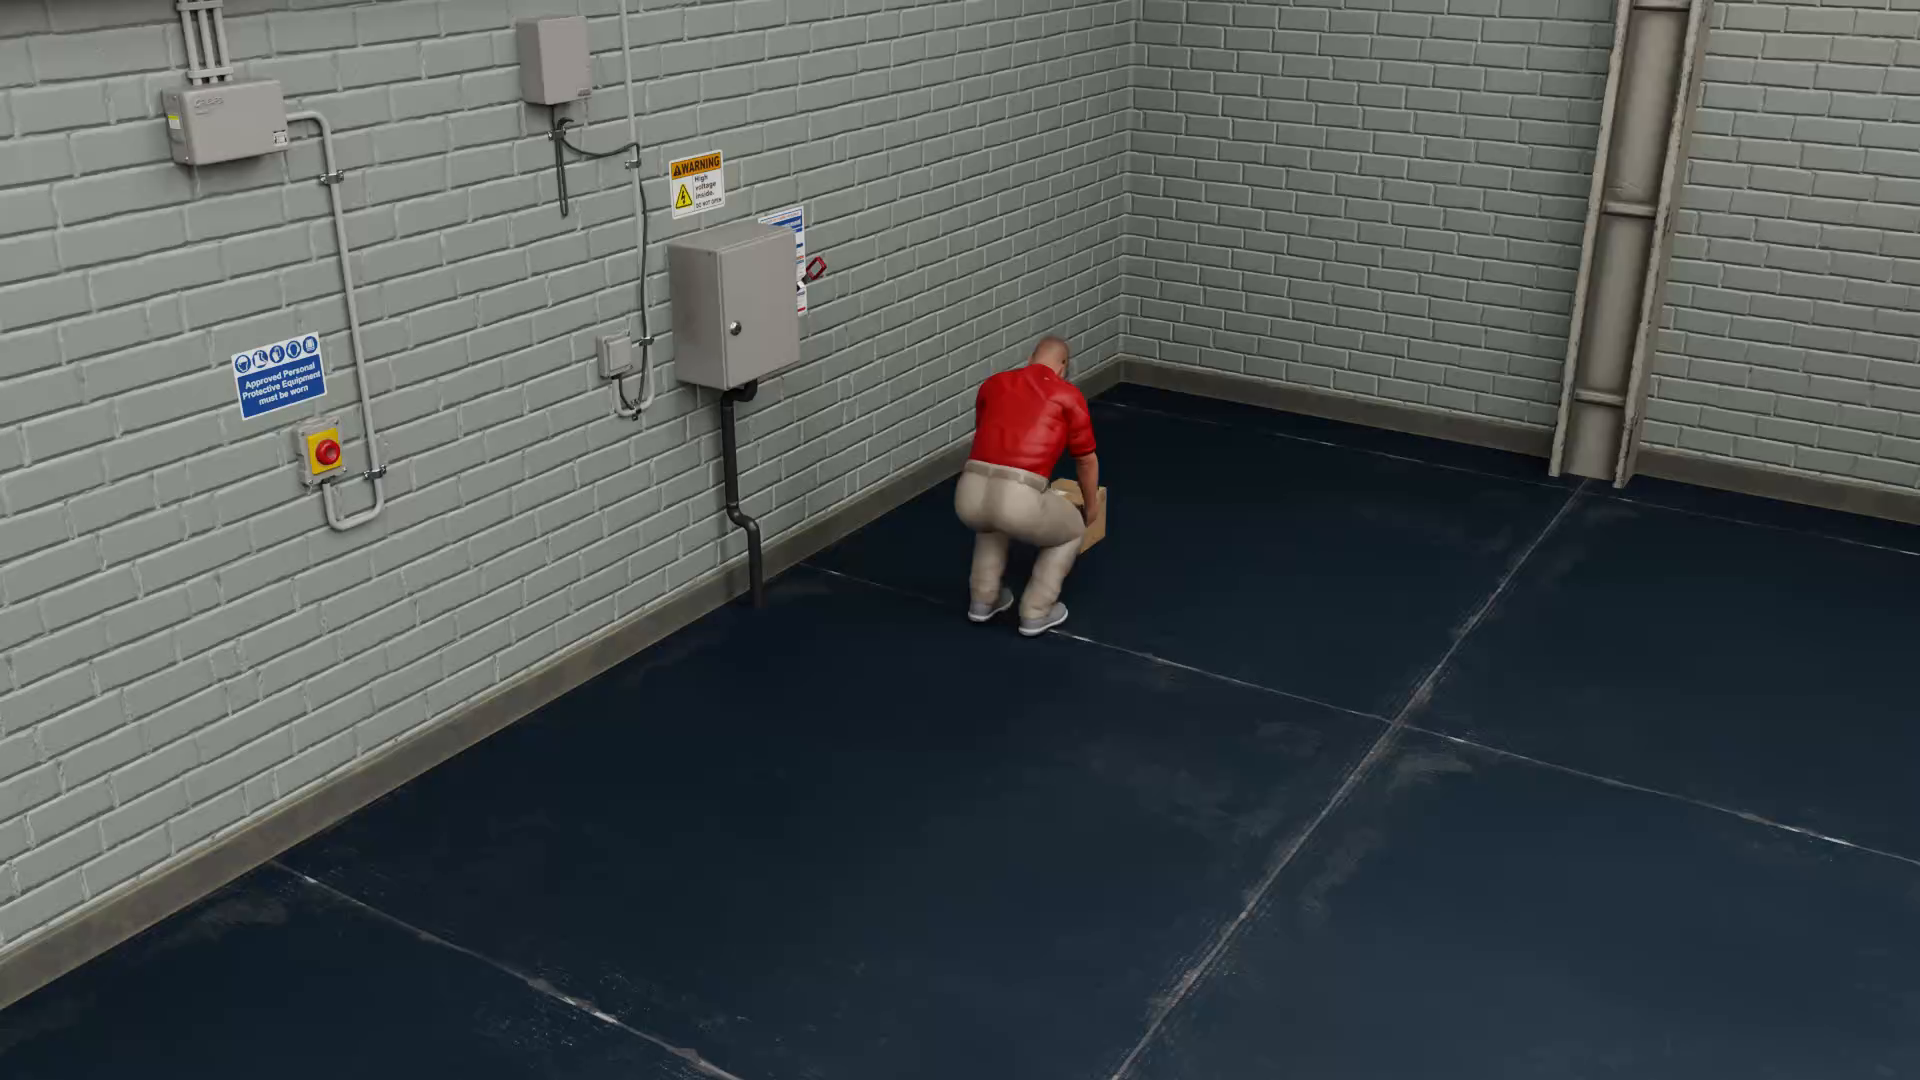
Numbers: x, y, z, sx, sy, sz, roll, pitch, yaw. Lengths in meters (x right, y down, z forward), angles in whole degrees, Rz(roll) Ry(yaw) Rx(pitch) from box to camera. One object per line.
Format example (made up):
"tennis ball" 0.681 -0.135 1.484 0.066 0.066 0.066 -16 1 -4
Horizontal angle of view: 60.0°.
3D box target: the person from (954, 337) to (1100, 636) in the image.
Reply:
"person" 0.262 -0.236 7.348 0.581 1.208 0.798 14 27 29
